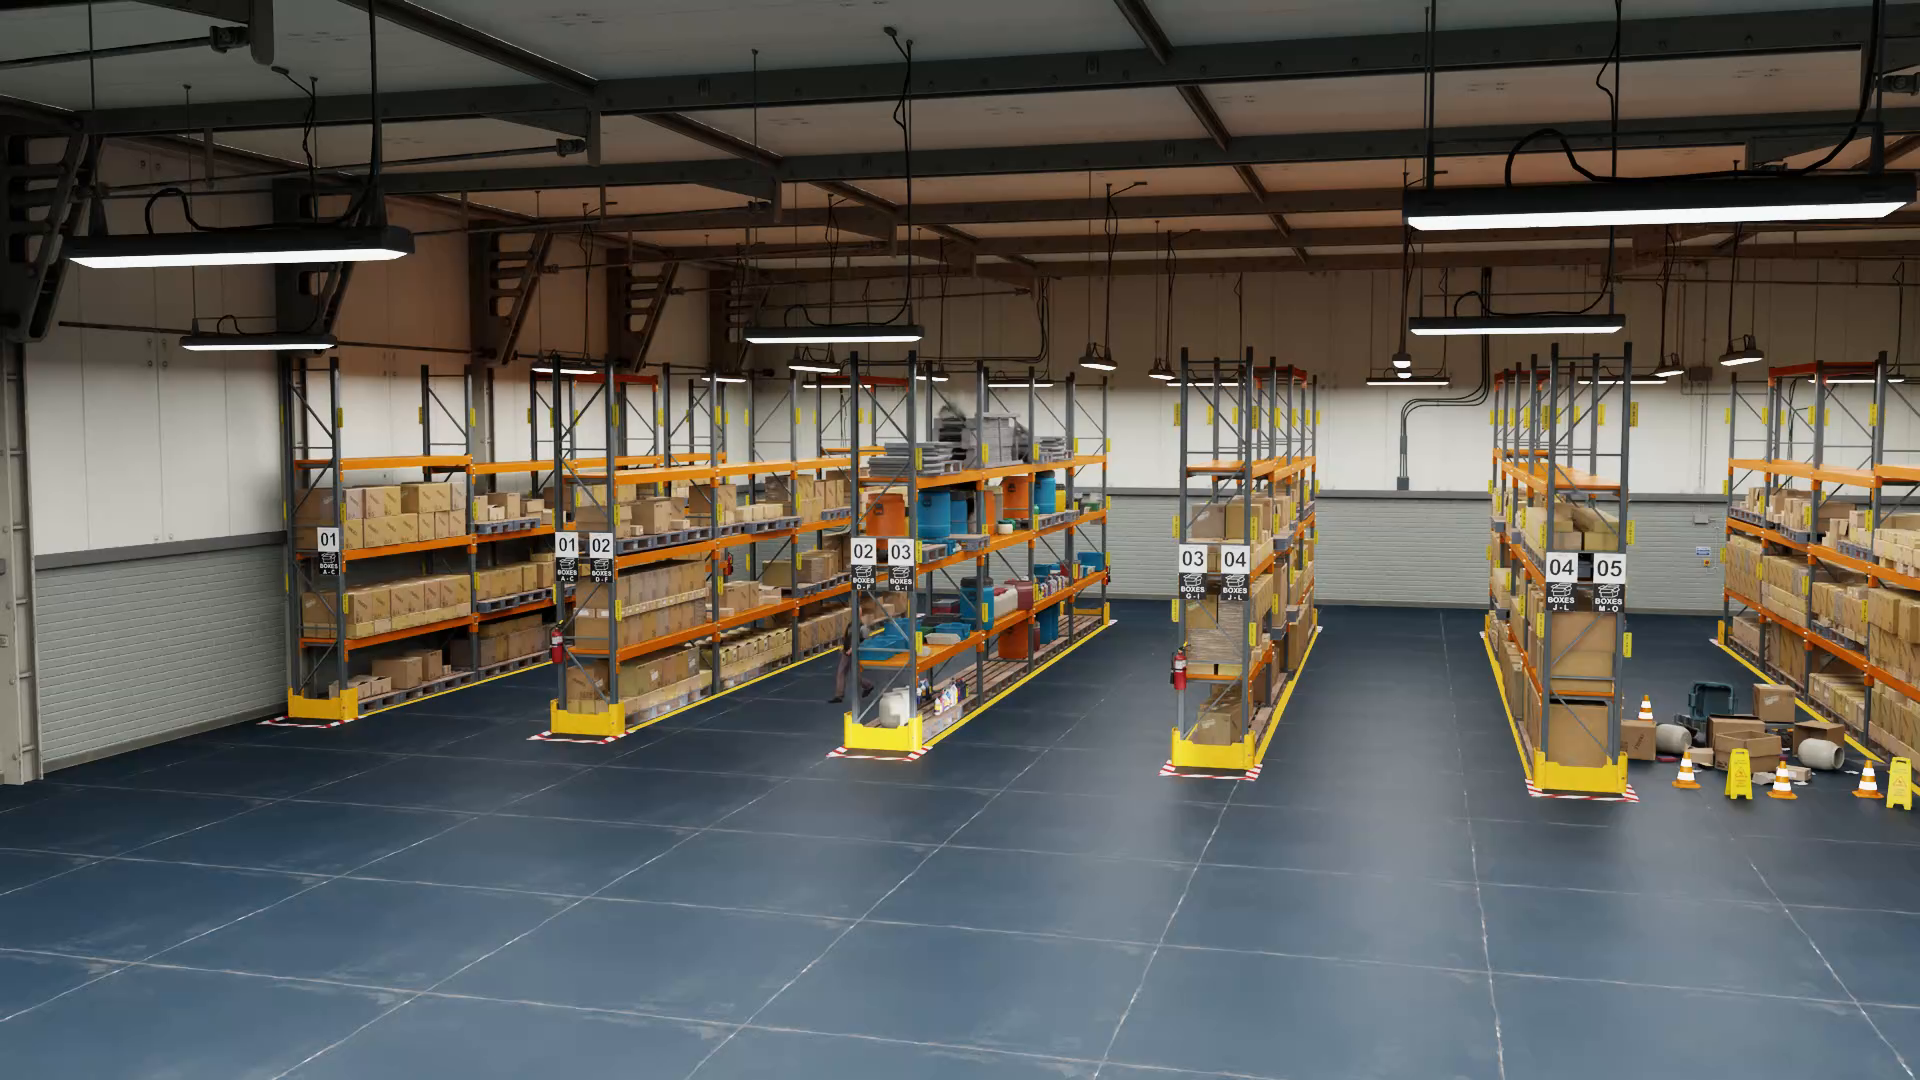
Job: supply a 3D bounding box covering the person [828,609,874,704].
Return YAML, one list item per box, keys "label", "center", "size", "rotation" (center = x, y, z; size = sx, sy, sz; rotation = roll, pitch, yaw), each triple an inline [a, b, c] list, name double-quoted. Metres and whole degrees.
- label: "person"
  center: [-1.812, 2.019, 29.009]
  size: [0.905, 1.675, 0.692]
  rotation: [-4, 6, -44]
